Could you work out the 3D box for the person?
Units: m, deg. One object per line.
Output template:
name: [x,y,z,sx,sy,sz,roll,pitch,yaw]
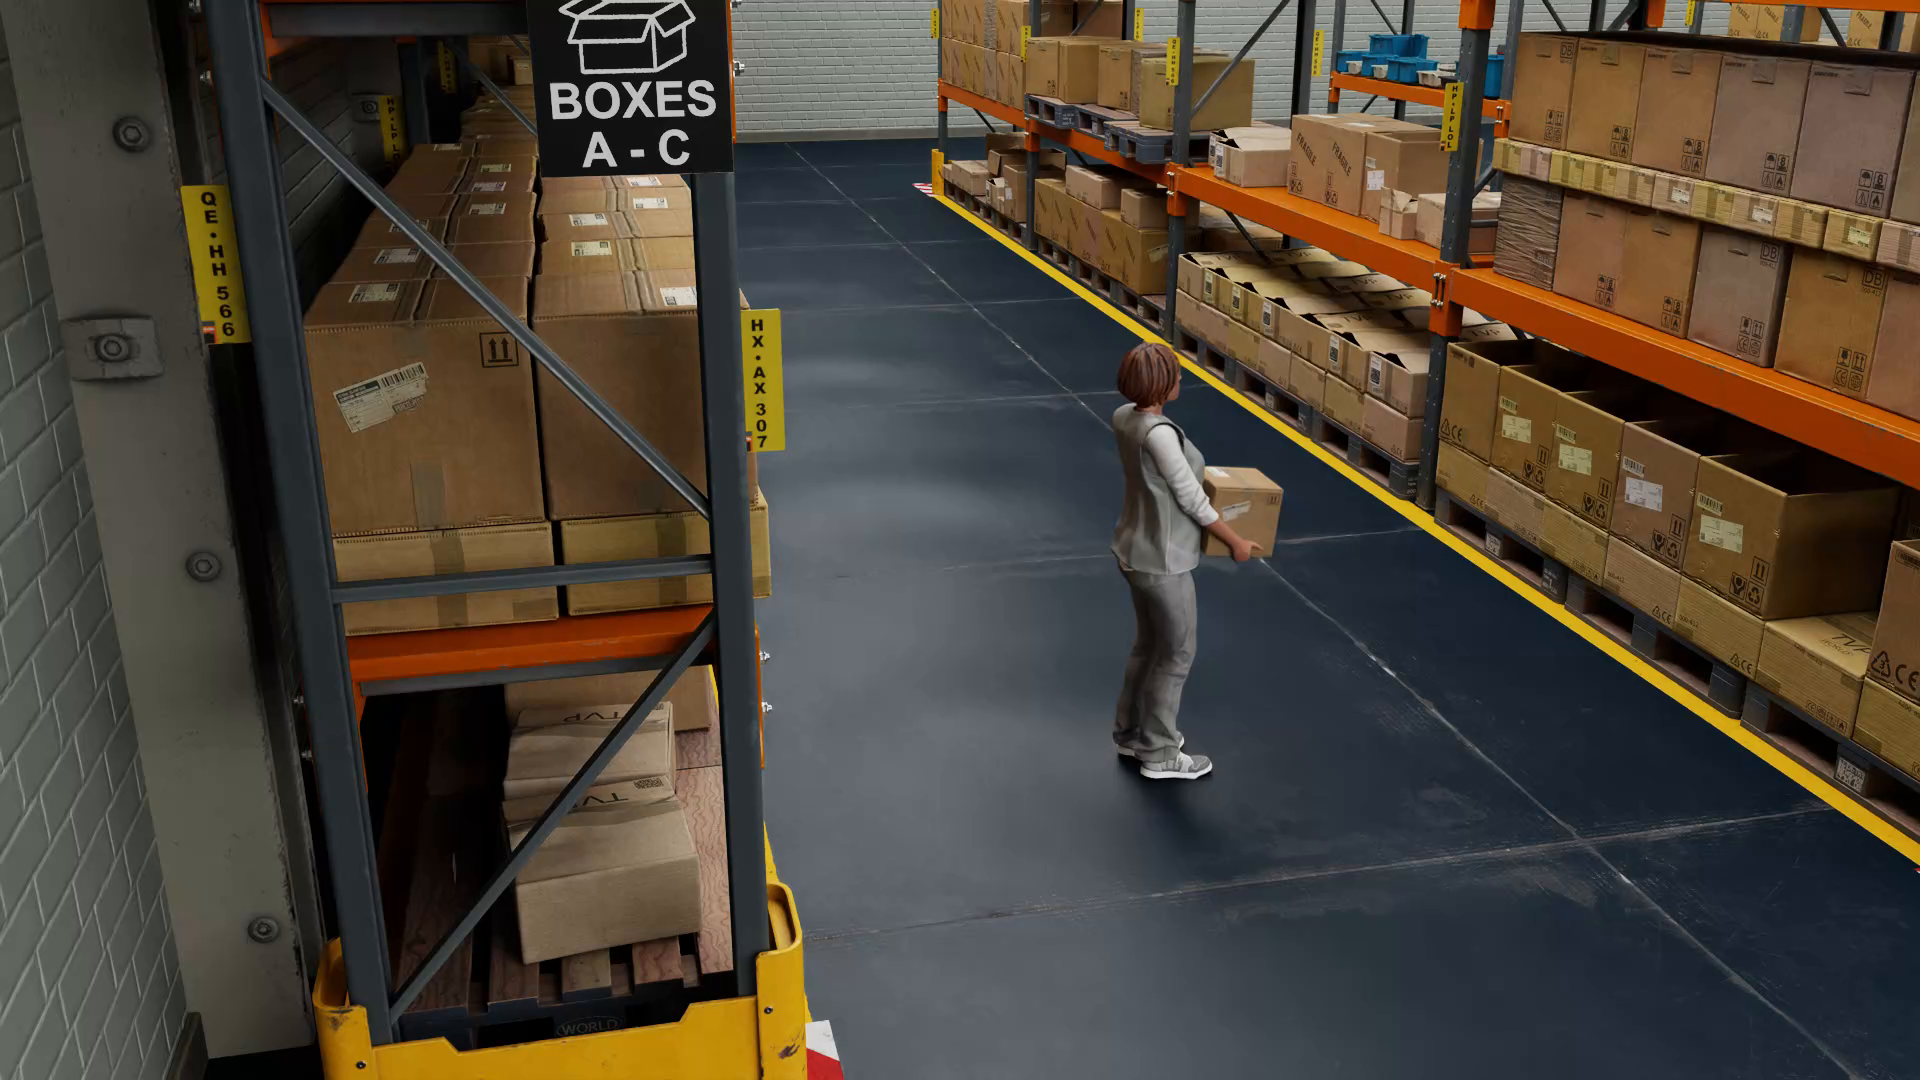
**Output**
person: [0.779,0.074,5.891,0.500,1.589,0.405,-4,20,-12]
